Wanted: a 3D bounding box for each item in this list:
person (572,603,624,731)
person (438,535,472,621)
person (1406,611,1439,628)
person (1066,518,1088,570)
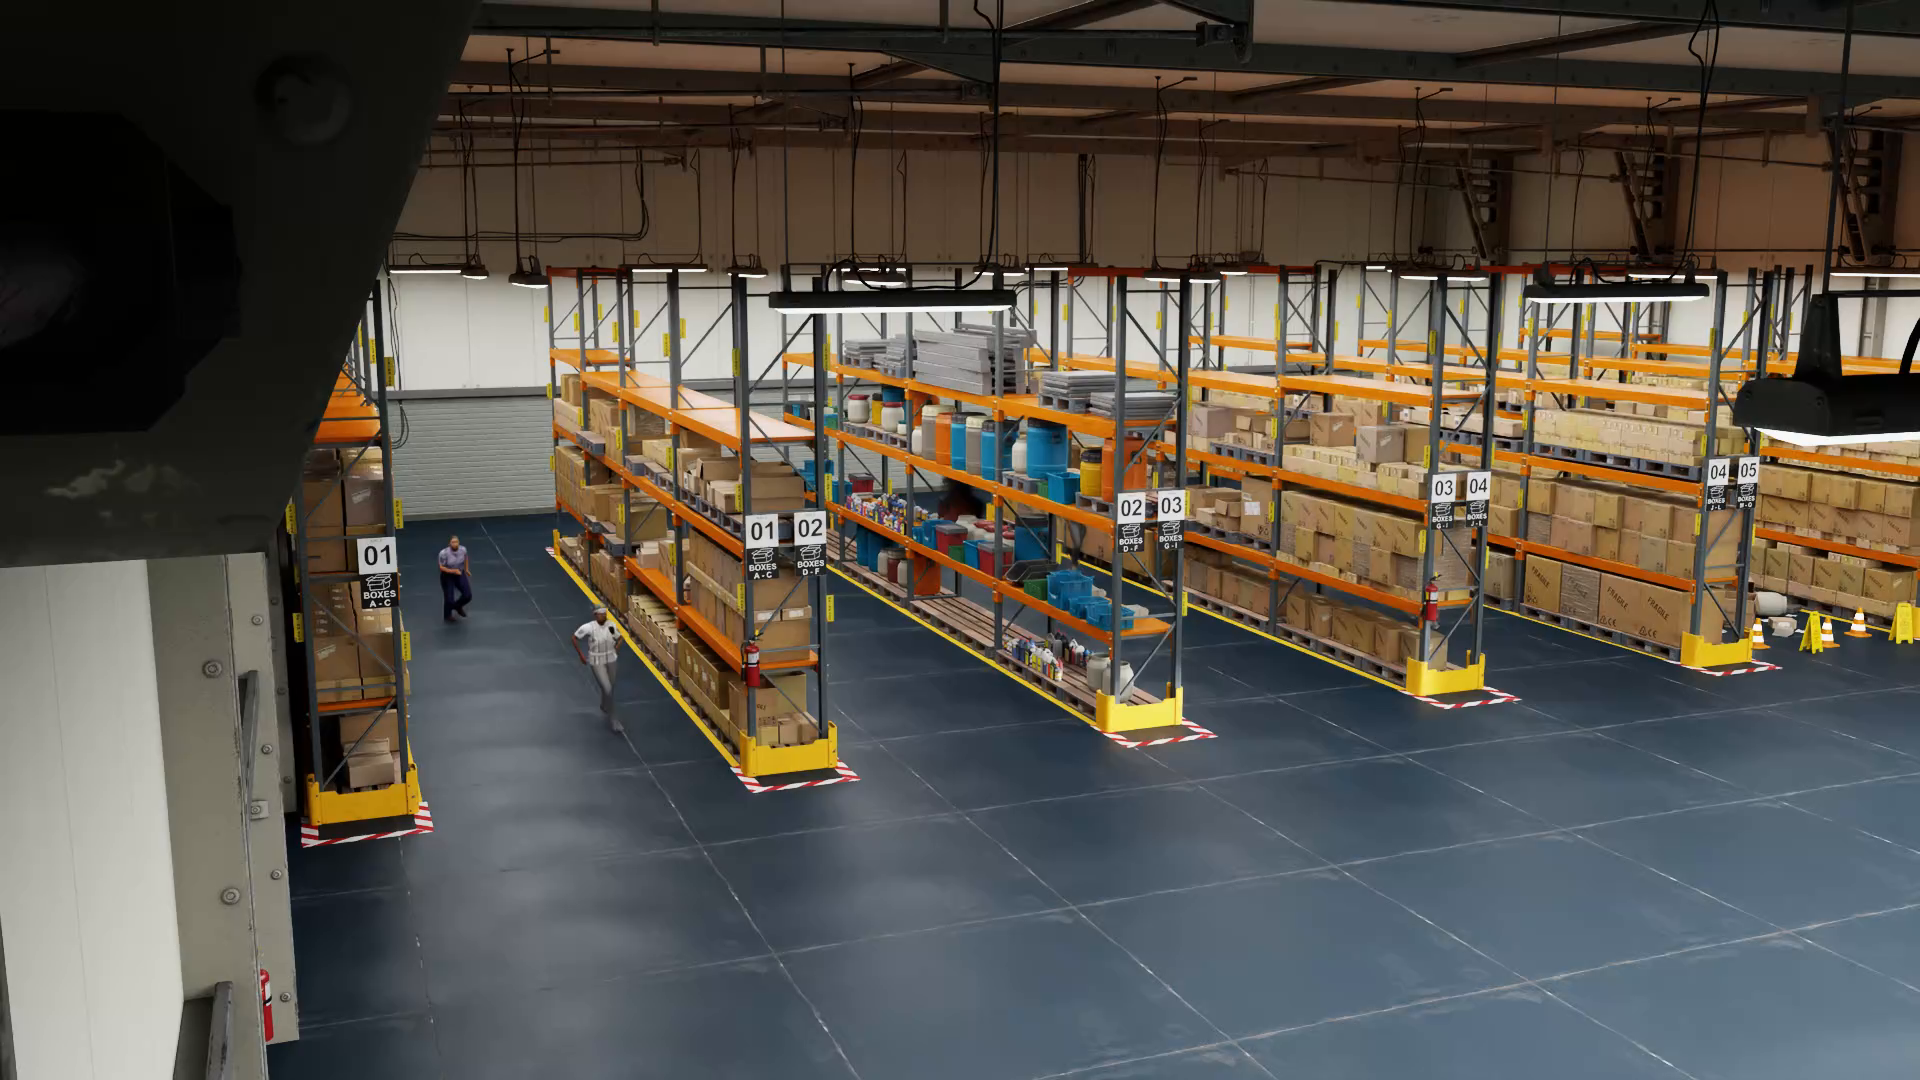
[{"bbox_3d":[-4.810,1.671,22.262,0.664,1.741,0.774,-8,12,-37],"label":"person"},{"bbox_3d":[-8.646,0.655,28.485,0.606,1.528,0.752,-8,13,-39],"label":"person"},{"bbox_3d":[7.995,0.695,28.296,0.604,1.492,1.061,-3,10,-18],"label":"person"},{"bbox_3d":[2.259,-0.187,31.456,0.503,1.718,0.767,-4,11,-20],"label":"person"}]
